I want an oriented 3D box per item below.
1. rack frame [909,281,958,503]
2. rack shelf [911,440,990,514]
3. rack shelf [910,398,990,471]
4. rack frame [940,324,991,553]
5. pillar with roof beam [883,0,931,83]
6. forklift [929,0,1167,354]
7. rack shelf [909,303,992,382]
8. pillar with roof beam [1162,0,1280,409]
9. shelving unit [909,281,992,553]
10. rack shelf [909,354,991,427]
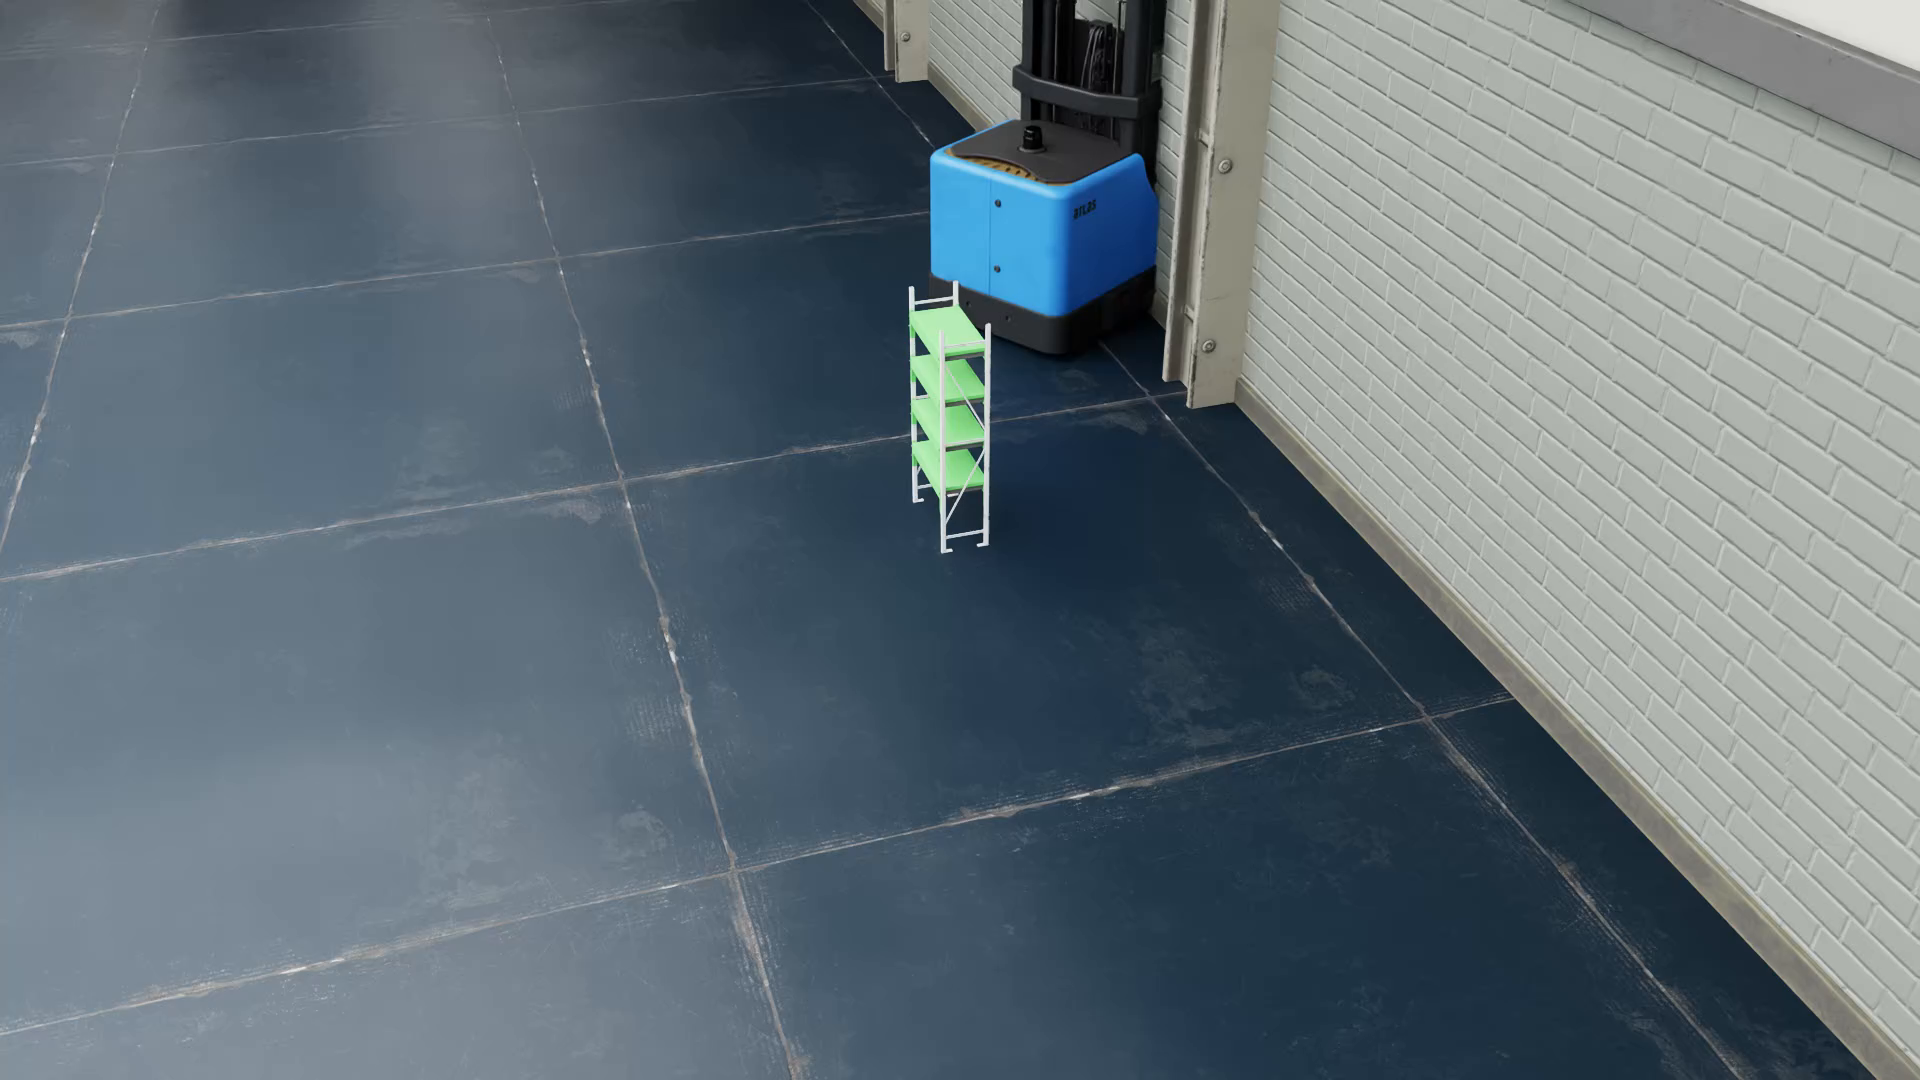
[{"bbox_3d":[-0.125,-0.716,8.245,0.240,1.200,0.015,-10,35,-15],"label":"rack frame"},{"bbox_3d":[-0.051,-0.334,8.218,0.258,0.148,0.480,-10,35,-15],"label":"rack shelf"},{"bbox_3d":[-0.051,-0.534,8.086,0.258,0.148,0.480,-10,35,-15],"label":"rack shelf"},{"bbox_3d":[0.024,-0.459,7.857,0.240,1.200,0.015,-10,35,-15],"label":"rack frame"},{"bbox_3d":[-4.548,-7.049,10.754,9.100,9.000,0.400,-10,35,-15],"label":"pillar with roof beam"},{"bbox_3d":[1.137,-3.055,10.215,1.130,2.935,3.031,25,41,32],"label":"forklift"},{"bbox_3d":[-0.051,-0.935,7.821,0.258,0.148,0.480,-10,35,-15],"label":"rack shelf"},{"bbox_3d":[-2.718,-3.898,5.987,9.100,9.000,0.400,-10,35,-15],"label":"pillar with roof beam"},{"bbox_3d":[-0.051,-0.587,8.051,0.258,1.200,0.503,-10,35,-15],"label":"shelving unit"},{"bbox_3d":[-0.051,-0.734,7.954,0.258,0.148,0.480,-10,35,-15],"label":"rack shelf"}]
